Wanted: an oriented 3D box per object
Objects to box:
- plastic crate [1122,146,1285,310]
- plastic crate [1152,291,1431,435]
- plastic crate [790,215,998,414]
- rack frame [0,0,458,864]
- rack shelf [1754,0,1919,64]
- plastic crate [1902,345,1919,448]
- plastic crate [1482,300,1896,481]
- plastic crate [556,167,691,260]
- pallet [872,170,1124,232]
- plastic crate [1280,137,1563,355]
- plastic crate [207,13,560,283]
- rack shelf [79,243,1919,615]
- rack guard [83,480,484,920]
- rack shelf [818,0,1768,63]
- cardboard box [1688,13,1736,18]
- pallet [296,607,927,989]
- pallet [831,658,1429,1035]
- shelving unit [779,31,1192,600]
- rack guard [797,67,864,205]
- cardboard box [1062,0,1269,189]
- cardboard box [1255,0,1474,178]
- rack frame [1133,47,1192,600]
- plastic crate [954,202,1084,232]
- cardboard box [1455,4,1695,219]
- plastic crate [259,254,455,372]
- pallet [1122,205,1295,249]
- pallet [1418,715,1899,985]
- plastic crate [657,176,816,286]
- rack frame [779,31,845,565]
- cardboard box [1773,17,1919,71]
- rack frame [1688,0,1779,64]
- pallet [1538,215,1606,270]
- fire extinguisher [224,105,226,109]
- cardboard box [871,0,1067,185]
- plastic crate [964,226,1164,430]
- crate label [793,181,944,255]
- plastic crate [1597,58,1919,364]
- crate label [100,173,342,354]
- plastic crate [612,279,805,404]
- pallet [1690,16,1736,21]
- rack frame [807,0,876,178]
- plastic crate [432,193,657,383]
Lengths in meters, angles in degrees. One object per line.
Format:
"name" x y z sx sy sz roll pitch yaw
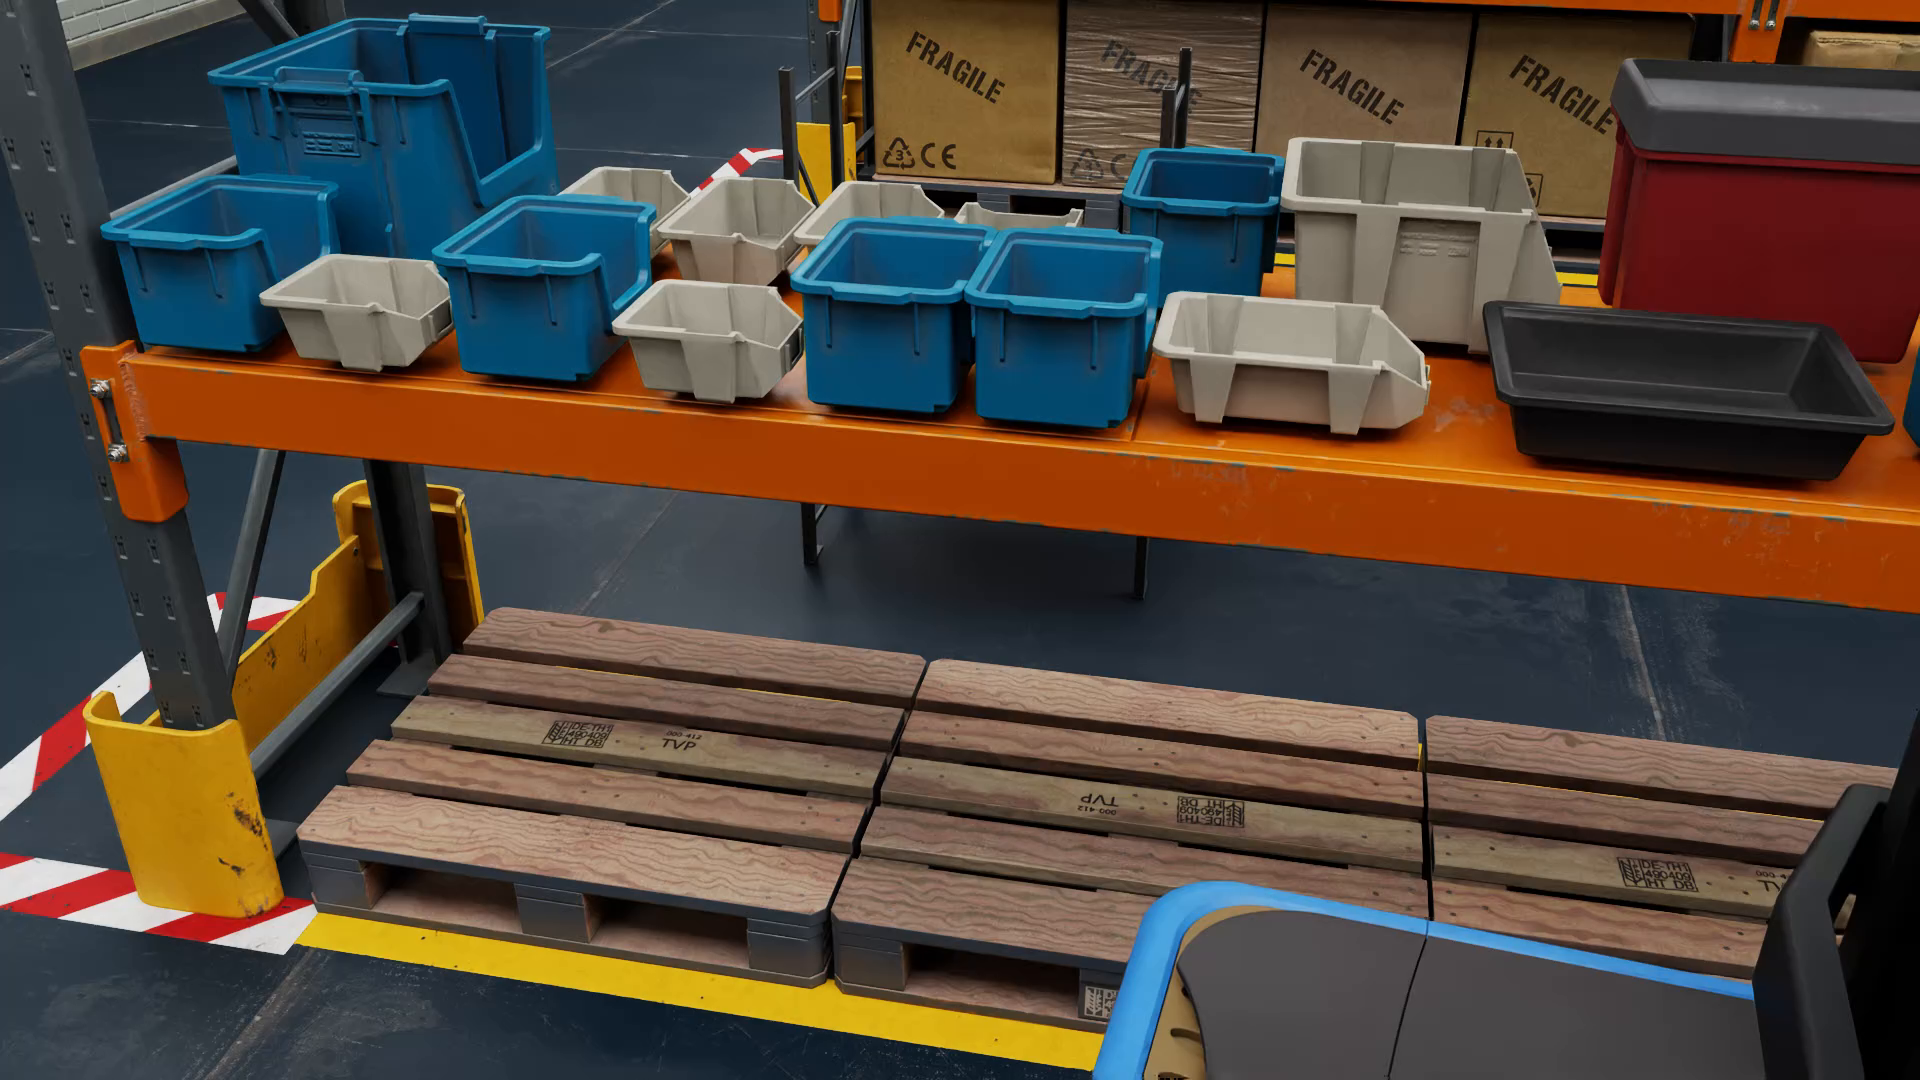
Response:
"plastic crate" 0.493 -0.627 3.384 0.300 0.233 0.416 6 29 11
"plastic crate" 0.577 -0.303 2.892 0.466 0.136 0.293 6 29 11
"plastic crate" -0.109 -0.401 2.971 0.300 0.233 0.416 6 29 11
"rack frame" -1.569 -0.760 3.514 0.127 3.000 1.000 6 29 11
"rack shelf" 5.333 -2.169 6.837 4.000 0.370 1.077 6 29 11
"plastic crate" 1.815 -0.265 2.564 0.575 0.384 0.392 6 29 11
"plastic crate" 1.192 -0.250 2.808 0.590 0.125 0.437 6 29 11
"plastic crate" -0.734 -0.674 3.569 0.243 0.136 0.396 6 29 11
"pallet" 0.264 -1.819 8.353 1.213 0.211 1.003 6 29 11
"plastic crate" 0.888 -0.573 3.233 0.530 0.282 0.437 6 29 11
"plastic crate" -1.203 -0.856 3.590 0.499 0.435 0.616 6 29 11
"rack shelf" 0.387 -0.244 3.321 4.000 0.370 1.077 6 29 11
"rack guard" -1.595 0.340 4.108 0.348 0.500 1.175 6 29 11
"rack shelf" 1.421 -2.570 7.569 4.000 0.370 1.077 6 29 11
"cardboard box" 5.179 -3.893 11.403 0.500 0.500 0.500 7 29 13
"pallet" -0.771 0.564 4.000 1.213 0.211 1.003 6 29 11
"pallet" 0.419 0.688 3.774 1.213 0.211 1.003 6 29 11
"shelving unit" 0.083 -0.649 4.874 1.048 1.500 0.538 6 29 11
"rack guard" -0.558 -1.992 8.368 0.348 0.500 1.175 6 29 11
"cardboard box" 0.998 -2.220 7.957 0.875 0.875 0.875 6 29 11
"cardboard box" 1.868 -2.131 7.794 0.875 0.875 0.875 6 29 11
"rack frame" 0.581 -0.598 4.781 0.032 1.500 0.500 6 29 11
"plastic crate" 0.118 -0.600 3.435 0.250 0.136 0.298 6 29 11
"cardboard box" 2.748 -2.041 7.629 0.875 0.875 0.875 6 29 11
"plastic crate" -1.100 -0.420 3.106 0.298 0.136 0.250 6 29 11
"pallet" 1.453 -1.696 8.128 1.213 0.211 1.003 6 29 11
"pallet" 1.616 0.809 3.553 1.213 0.211 1.003 6 29 11
"plastic crate" -0.453 -0.638 3.504 0.243 0.136 0.396 6 29 11
"rack frame" -0.414 -0.700 4.967 0.032 1.500 0.500 6 29 11
"cardboard box" 4.007 -1.882 7.340 0.875 0.875 1.225 6 29 11
"rack frame" 3.377 -2.685 7.030 0.127 3.000 1.000 6 29 11
"pallet" 2.650 -1.575 7.906 1.213 0.211 1.003 6 29 11
"fire extinguisher" -1.622 -0.791 4.040 0.183 0.674 0.296 6 29 11
"cardboard box" 0.108 -2.311 8.124 0.875 0.875 0.875 6 29 11
"plastic crate" 0.185 -0.371 2.916 0.300 0.233 0.416 6 29 11
"crate label" -0.176 -0.621 3.474 0.243 0.136 0.396 6 29 11
"plastic crate" 1.522 -0.620 3.130 0.583 0.464 0.402 6 29 11
"crate label" -1.396 -0.533 3.212 0.303 0.233 0.416 6 29 11
"plastic crate" -0.437 -0.352 2.982 0.298 0.136 0.250 6 29 11
"pallet" 5.273 -3.703 11.795 1.213 0.211 1.003 6 29 11
"rack frame" -0.535 -3.086 7.763 0.127 3.000 1.000 6 29 11
"plastic crate" -0.753 -0.467 3.092 0.300 0.233 0.416 6 29 11
